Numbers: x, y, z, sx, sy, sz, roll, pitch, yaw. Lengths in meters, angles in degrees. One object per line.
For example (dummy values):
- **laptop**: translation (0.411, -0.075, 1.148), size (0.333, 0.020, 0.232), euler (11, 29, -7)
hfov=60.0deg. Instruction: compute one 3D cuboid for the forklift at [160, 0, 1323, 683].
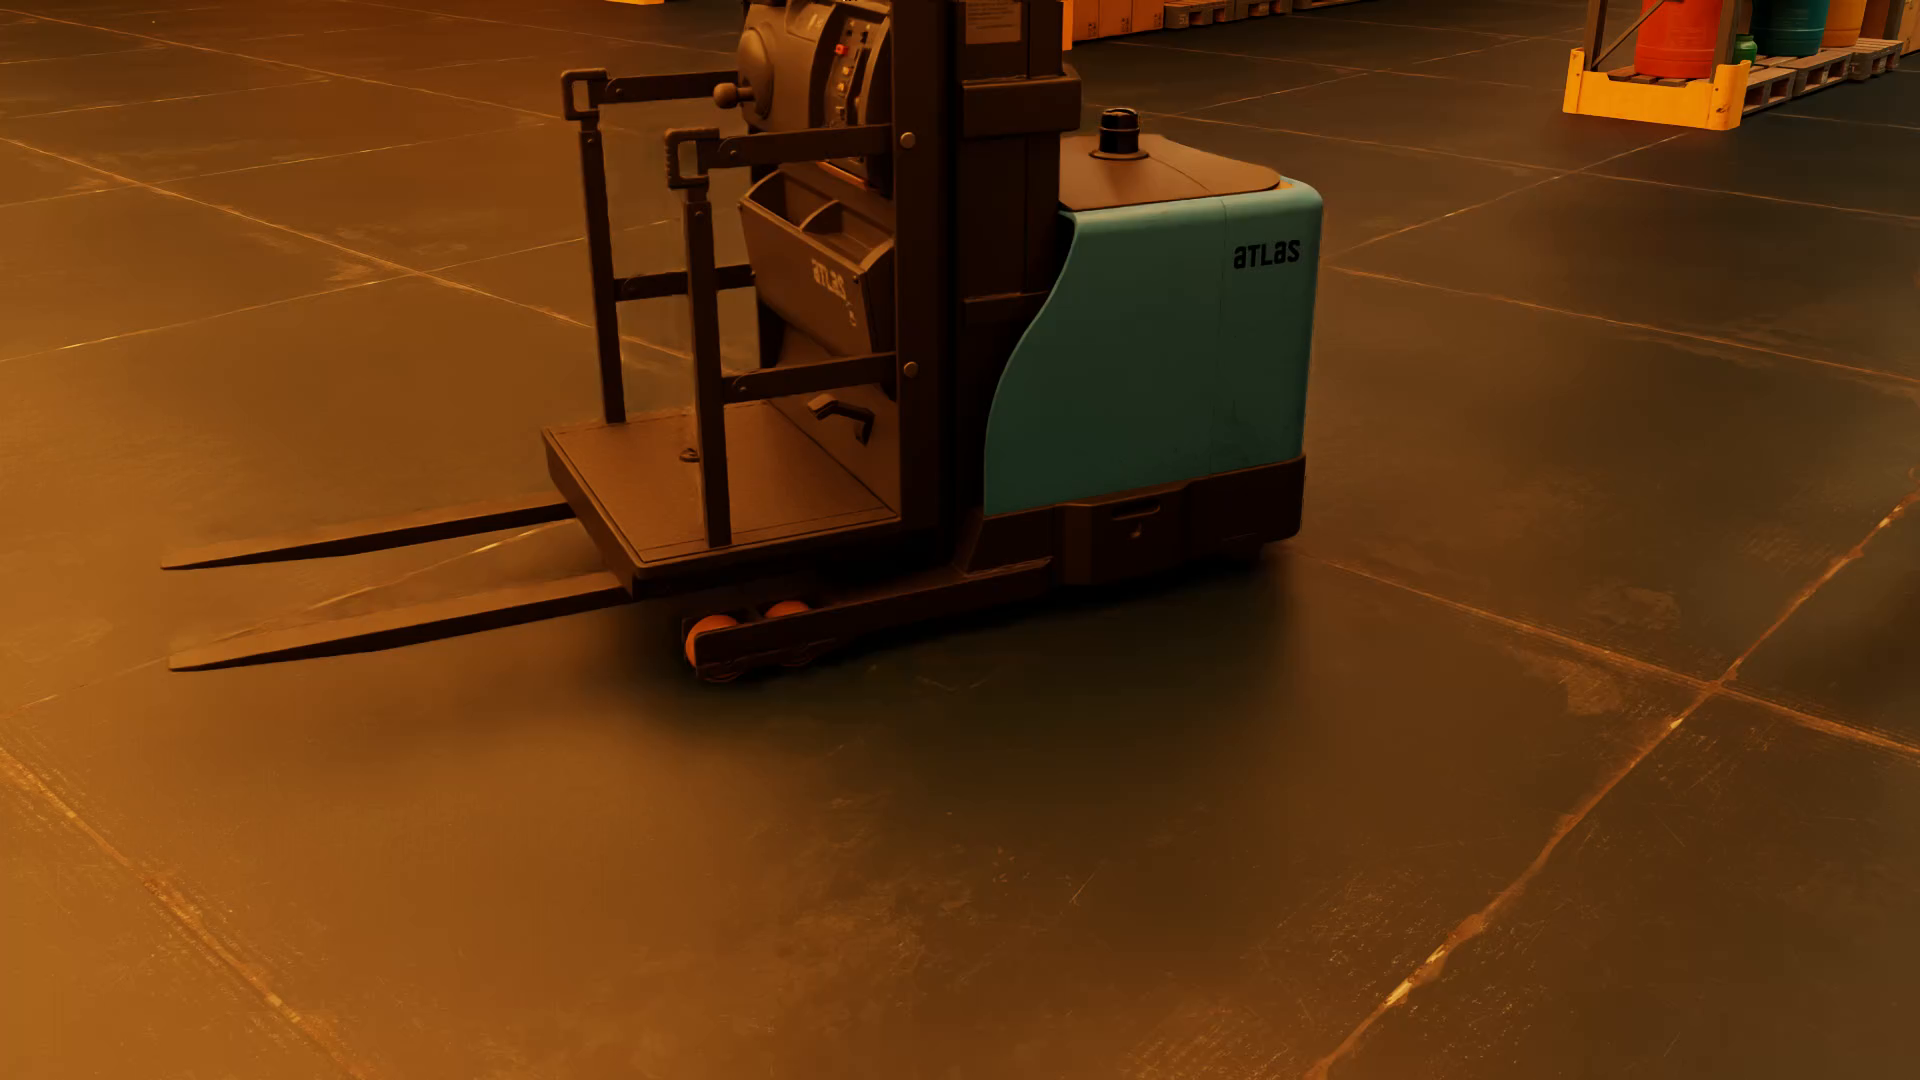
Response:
- **forklift**: translation (-0.561, -1.227, 4.125), size (3.031, 2.935, 1.130), euler (-11, 26, -23)
